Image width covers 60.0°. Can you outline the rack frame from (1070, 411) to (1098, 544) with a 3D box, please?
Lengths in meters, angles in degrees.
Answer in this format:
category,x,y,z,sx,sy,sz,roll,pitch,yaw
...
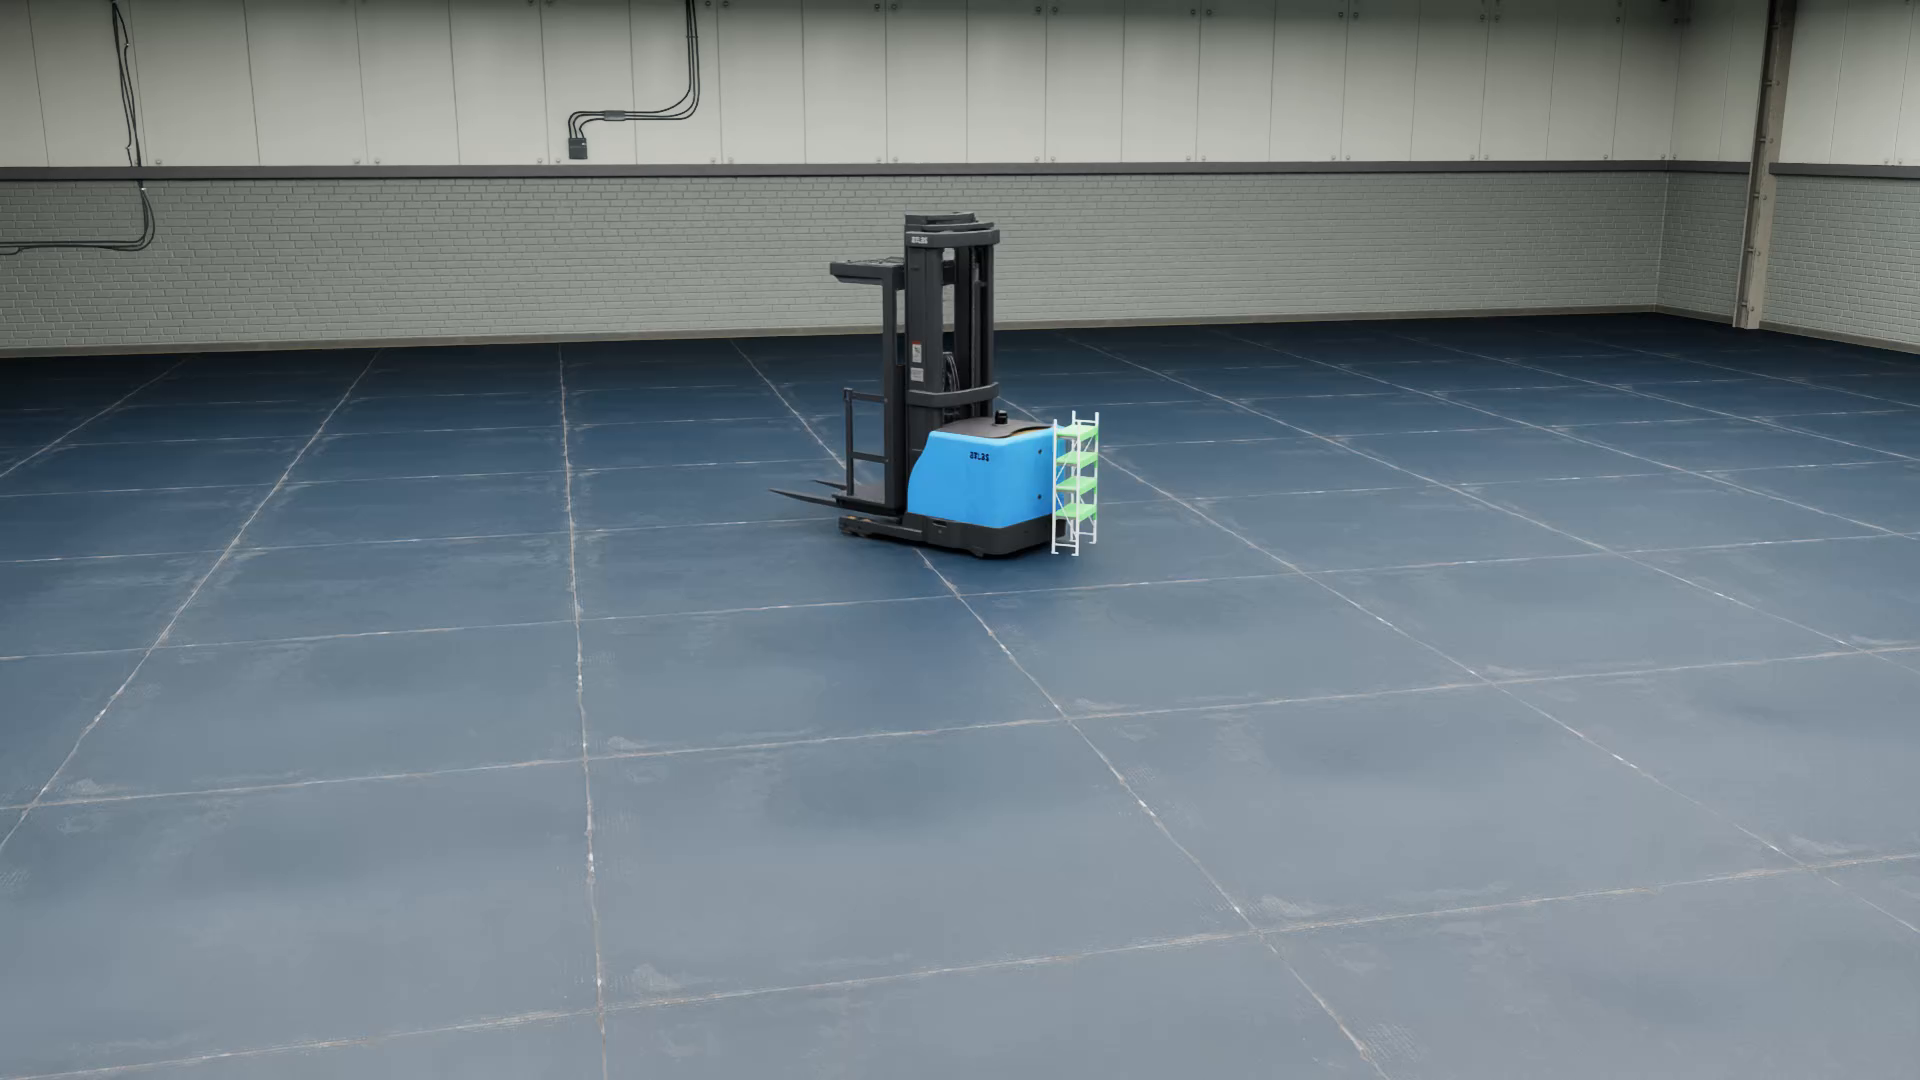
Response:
category,x,y,z,sx,sy,sz,roll,pitch,yaw
rack frame,1.123,-0.563,15.025,0.240,1.200,0.015,6,15,22

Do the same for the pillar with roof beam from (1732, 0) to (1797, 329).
category,x,y,z,sx,sy,sz,roll,pitch,yaw
pillar with roof beam,10.923,-8.213,29.905,9.100,9.000,0.548,-3,14,-13

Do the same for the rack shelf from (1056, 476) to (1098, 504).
category,x,y,z,sx,sy,sz,roll,pitch,yaw
rack shelf,1.028,-0.447,14.822,0.258,0.148,0.480,6,15,22

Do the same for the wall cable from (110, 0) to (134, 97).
category,x,y,z,sx,sy,sz,roll,pitch,yaw
wall cable,-12.288,-8.546,27.171,3.097,2.526,0.112,-3,14,-13

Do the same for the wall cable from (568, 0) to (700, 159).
category,x,y,z,sx,sy,sz,roll,pitch,yaw
wall cable,-5.686,-9.628,28.532,2.305,6.003,0.169,-3,14,-13

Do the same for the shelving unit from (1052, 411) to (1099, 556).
category,x,y,z,sx,sy,sz,roll,pitch,yaw
shelving unit,1.028,-0.509,14.807,0.258,1.200,0.503,6,15,22

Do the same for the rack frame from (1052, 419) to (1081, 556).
category,x,y,z,sx,sy,sz,roll,pitch,yaw
rack frame,0.932,-0.456,14.589,0.240,1.200,0.015,6,15,22

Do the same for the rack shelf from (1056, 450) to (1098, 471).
category,x,y,z,sx,sy,sz,roll,pitch,yaw
rack shelf,1.028,-0.680,14.765,0.258,0.148,0.480,6,15,22

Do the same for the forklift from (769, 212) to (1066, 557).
category,x,y,z,sx,sy,sz,roll,pitch,yaw
forklift,-0.497,-1.538,15.370,3.031,2.935,1.130,11,18,38

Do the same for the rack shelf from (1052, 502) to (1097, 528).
category,x,y,z,sx,sy,sz,roll,pitch,yaw
rack shelf,1.028,-0.214,14.879,0.258,0.148,0.480,6,15,22

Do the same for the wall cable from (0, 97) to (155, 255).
category,x,y,z,sx,sy,sz,roll,pitch,yaw
wall cable,-14.918,-5.942,27.153,3.097,2.526,0.112,-3,14,-13

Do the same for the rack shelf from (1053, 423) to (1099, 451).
category,x,y,z,sx,sy,sz,roll,pitch,yaw
rack shelf,1.028,-0.914,14.708,0.258,0.148,0.480,6,15,22

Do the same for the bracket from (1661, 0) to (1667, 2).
category,x,y,z,sx,sy,sz,roll,pitch,yaw
bracket,14.108,-10.824,33.009,0.235,0.232,0.430,-3,14,-13
